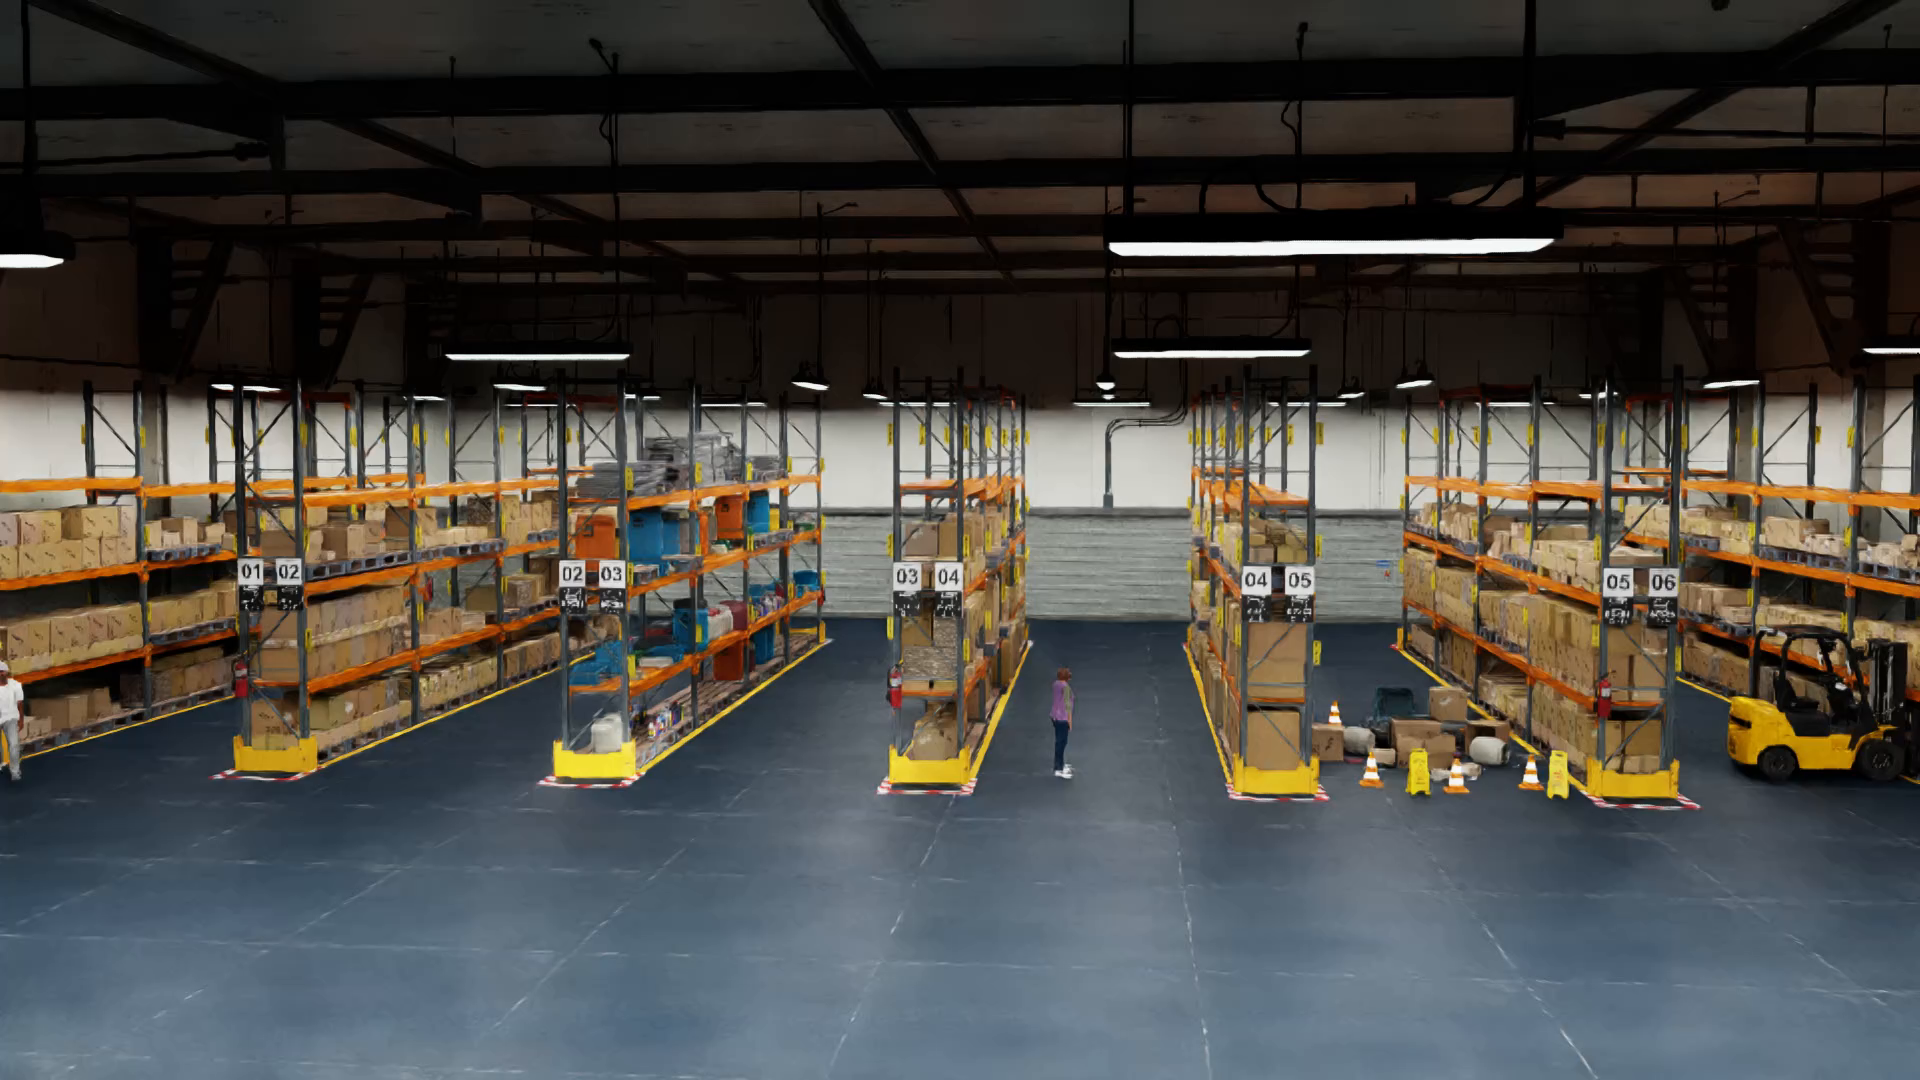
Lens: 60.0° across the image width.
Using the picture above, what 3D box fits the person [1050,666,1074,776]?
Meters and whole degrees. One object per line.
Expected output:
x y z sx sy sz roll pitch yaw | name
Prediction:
1.543 2.660 24.589 0.419 1.603 0.504 -2 4 -23 | person

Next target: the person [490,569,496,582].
-12.000 1.522 43.205 0.478 1.567 1.083 0 4 3 | person

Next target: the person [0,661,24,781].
-14.004 2.629 24.282 0.591 1.739 0.939 -1 4 -21 | person
